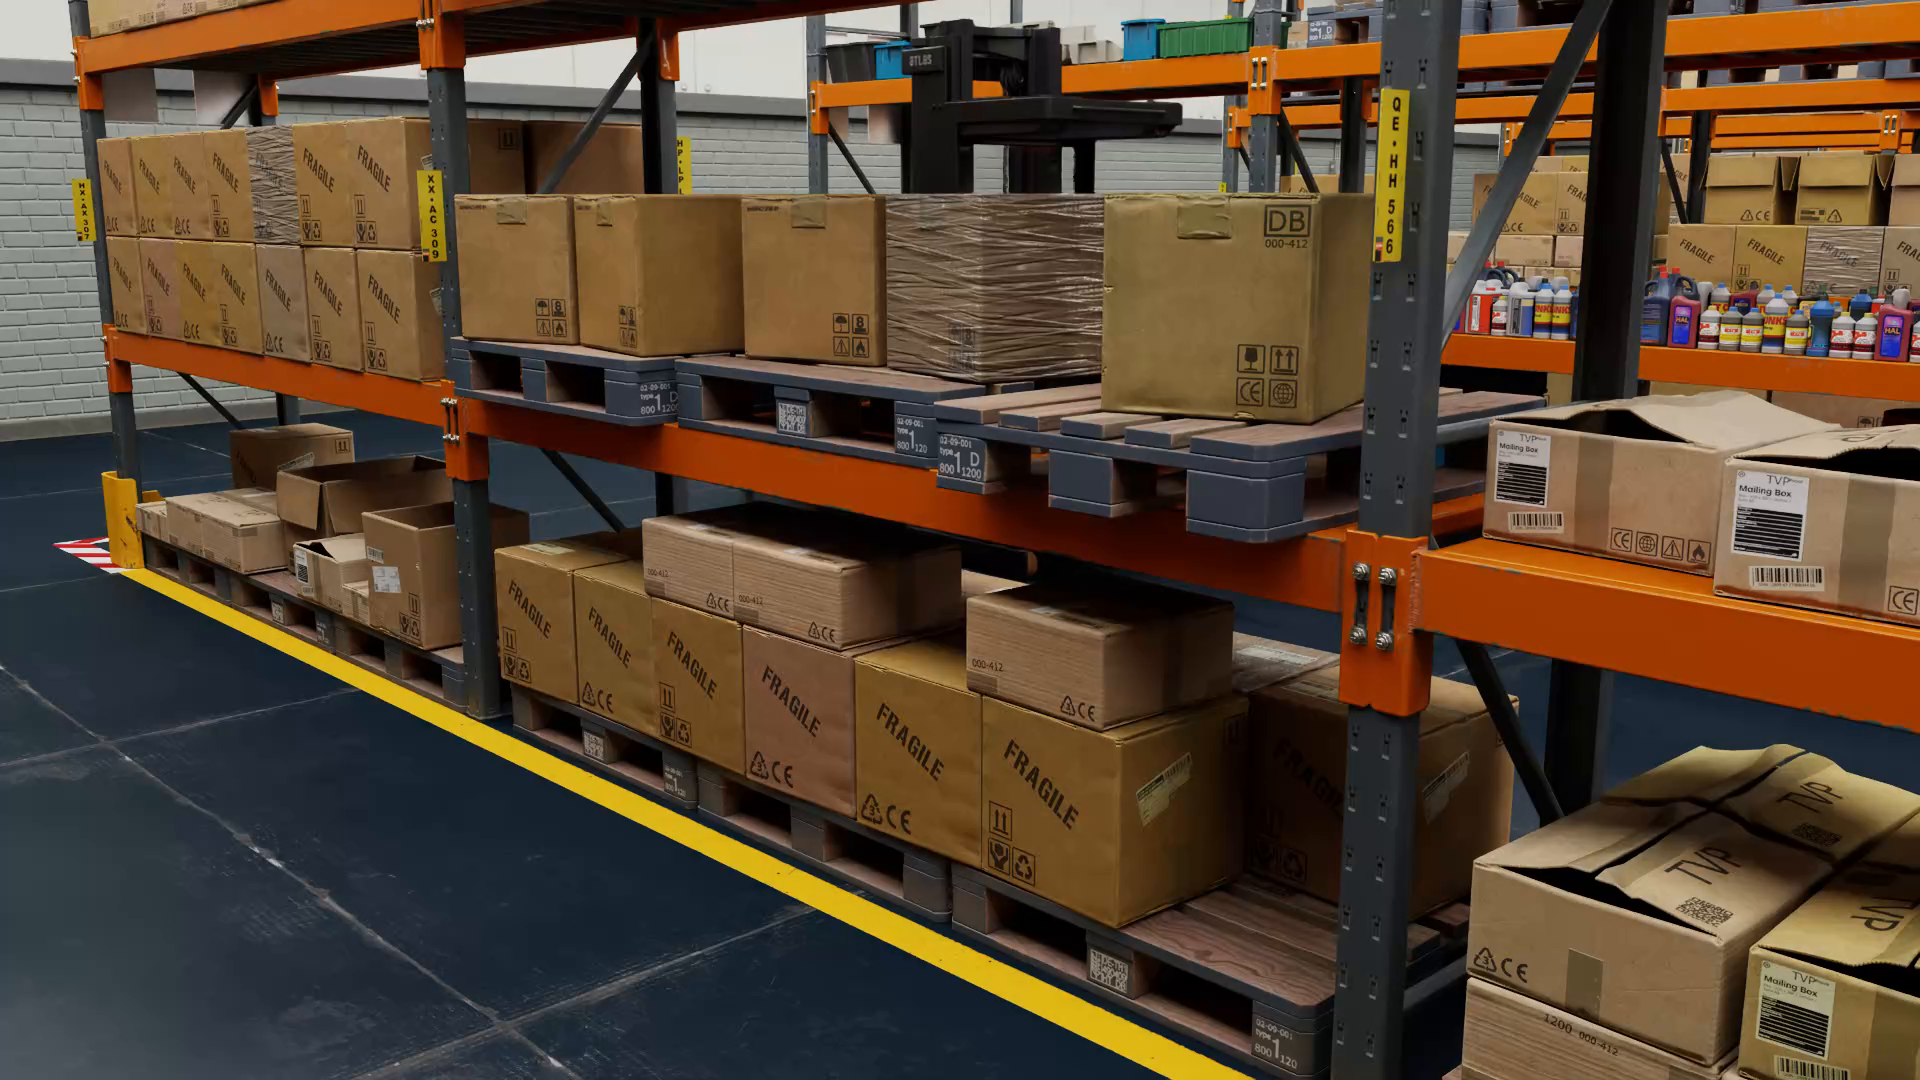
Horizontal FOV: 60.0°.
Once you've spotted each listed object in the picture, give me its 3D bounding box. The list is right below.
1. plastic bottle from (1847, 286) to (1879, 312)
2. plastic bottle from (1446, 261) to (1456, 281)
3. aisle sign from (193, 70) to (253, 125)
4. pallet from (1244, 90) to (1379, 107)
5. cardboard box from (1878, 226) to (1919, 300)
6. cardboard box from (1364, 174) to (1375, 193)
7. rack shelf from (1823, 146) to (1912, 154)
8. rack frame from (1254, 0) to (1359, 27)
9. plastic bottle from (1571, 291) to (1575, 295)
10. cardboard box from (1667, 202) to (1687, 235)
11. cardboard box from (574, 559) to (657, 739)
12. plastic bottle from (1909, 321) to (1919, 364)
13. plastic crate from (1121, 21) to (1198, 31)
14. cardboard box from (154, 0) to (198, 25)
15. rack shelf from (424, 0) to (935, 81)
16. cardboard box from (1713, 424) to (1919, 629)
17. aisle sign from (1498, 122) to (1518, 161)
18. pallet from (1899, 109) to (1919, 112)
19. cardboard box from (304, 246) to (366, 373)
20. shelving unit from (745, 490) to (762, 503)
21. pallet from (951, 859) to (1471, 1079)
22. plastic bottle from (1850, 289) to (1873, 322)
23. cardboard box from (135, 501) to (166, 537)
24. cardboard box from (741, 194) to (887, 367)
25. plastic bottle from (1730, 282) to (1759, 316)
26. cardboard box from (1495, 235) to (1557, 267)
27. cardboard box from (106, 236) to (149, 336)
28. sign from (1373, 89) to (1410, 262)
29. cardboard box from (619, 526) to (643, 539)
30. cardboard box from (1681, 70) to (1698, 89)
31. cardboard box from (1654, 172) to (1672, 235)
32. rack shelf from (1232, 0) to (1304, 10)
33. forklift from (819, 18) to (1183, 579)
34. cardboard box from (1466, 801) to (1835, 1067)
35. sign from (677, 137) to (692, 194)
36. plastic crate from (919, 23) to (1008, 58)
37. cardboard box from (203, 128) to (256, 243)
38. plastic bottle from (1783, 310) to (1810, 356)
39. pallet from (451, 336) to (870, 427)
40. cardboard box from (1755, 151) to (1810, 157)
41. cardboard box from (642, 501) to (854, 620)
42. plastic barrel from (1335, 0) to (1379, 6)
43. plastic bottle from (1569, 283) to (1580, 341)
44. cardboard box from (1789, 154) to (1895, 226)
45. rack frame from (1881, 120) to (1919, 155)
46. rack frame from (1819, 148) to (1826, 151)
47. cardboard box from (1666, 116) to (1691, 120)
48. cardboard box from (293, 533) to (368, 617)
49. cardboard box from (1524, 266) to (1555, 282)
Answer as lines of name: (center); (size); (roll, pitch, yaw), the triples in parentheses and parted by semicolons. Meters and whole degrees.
plastic bottle: (4.364, -1.087, 8.042); (0.061, 0.283, 0.133); (-11, 16, -43)
plastic bottle: (2.813, -1.393, 9.362); (0.144, 0.351, 0.185); (-11, 16, -43)
aisle sign: (-4.127, -2.746, 9.364); (0.394, 0.787, 0.004); (-11, 16, -43)
pallet: (3.386, -4.119, 15.256); (1.003, 0.211, 1.213); (-11, 16, -43)
cardboard box: (6.819, -1.942, 11.657); (0.500, 0.500, 0.500); (-10, 16, -41)
cardboard box: (3.709, -2.984, 14.738); (0.500, 0.500, 0.500); (11, 16, 44)
rack shelf: (15.002, -5.698, 24.484); (1.077, 0.370, 4.000); (-11, 16, -43)
rack frame: (2.046, -4.464, 9.279); (1.000, 3.000, 0.127); (-11, 16, -43)
plastic bottle: (3.345, -1.257, 9.069); (0.097, 0.201, 0.097); (0, 12, 0)
cardboard box: (7.707, -3.346, 17.732); (0.500, 0.500, 0.500); (11, 16, 44)
cardboard box: (-1.005, 0.353, 5.867); (0.500, 0.500, 0.500); (-11, 16, -42)
plastic bottle: (4.154, -0.864, 7.163); (0.097, 0.201, 0.097); (0, 12, 0)
plastic crate: (1.386, -3.151, 10.660); (0.497, 0.269, 0.590); (-11, 16, -43)
cardboard box: (-3.448, -2.558, 7.831); (0.500, 0.250, 0.500); (-11, 16, -43)
rack shelf: (-0.158, -1.661, 4.890); (1.077, 0.370, 4.000); (-11, 16, -43)
cardboard box: (1.701, -0.051, 2.948); (0.500, 0.311, 0.500); (-11, 16, -43)
aisle sign: (6.256, -4.718, 18.938); (0.394, 0.787, 0.004); (-11, 16, -43)
pallet: (9.635, -4.165, 15.725); (1.213, 0.211, 1.003); (-11, 16, -43)
cardboard box: (-2.427, -0.997, 7.072); (0.500, 0.500, 0.500); (-10, 16, -41)
shelving unit: (-0.905, -0.760, 10.814); (0.538, 1.125, 1.048); (-10, 15, -41)
pallet: (0.735, 0.999, 4.539); (1.003, 0.211, 1.213); (-11, 16, -43)
plastic bottle: (4.319, -1.067, 7.976); (0.097, 0.271, 0.097); (0, 12, 0)
cardboard box: (-4.261, -0.130, 9.085); (0.380, 0.149, 0.250); (-11, 16, -43)
cardboard box: (-0.275, -0.842, 5.275); (0.500, 0.500, 0.700); (7, 14, 31)
plastic bottle: (3.978, -1.168, 8.437); (0.061, 0.283, 0.133); (-11, 16, -43)
cardboard box: (4.774, -2.391, 13.720); (0.500, 0.250, 0.500); (-10, 15, -41)
cardboard box: (-4.186, -1.368, 8.868); (0.500, 0.500, 0.500); (-10, 16, -41)
sign: (0.837, -0.704, 3.221); (0.100, 0.325, 0.005); (-11, 16, -43)
cardboard box: (-0.991, 0.205, 6.589); (0.500, 0.500, 0.500); (-11, 16, -43)
cardboard box: (7.690, -4.792, 17.434); (0.500, 0.250, 0.500); (11, 16, 43)
cardboard box: (5.482, -2.761, 13.656); (0.500, 0.500, 0.500); (-11, 16, -43)
rack shelf: (4.247, -4.898, 14.159); (1.077, 0.370, 4.000); (-11, 16, -43)
forklift: (0.512, -1.340, 9.154); (1.130, 2.935, 3.031); (-11, 16, -42)
cardboard box: (1.372, 0.731, 3.312); (0.500, 0.311, 0.500); (-10, 15, -41)
sign: (-1.140, -1.481, 6.798); (0.100, 0.325, 0.005); (-11, 16, -43)
plastic crate: (0.140, -3.287, 11.154); (0.504, 0.338, 0.767); (-11, 16, -43)
cardboard box: (-3.126, -1.634, 7.685); (0.500, 0.500, 0.500); (-11, 16, -43)
plastic bottle: (3.793, -0.940, 7.534); (0.097, 0.201, 0.097); (0, 12, 0)
pallet: (-1.066, -0.610, 5.916); (1.003, 0.211, 1.213); (-11, 16, -43)
cardboard box: (8.404, -3.683, 16.890); (0.500, 0.500, 0.500); (11, 16, 43)
cardboard box: (-0.691, 0.056, 5.453); (0.500, 0.250, 0.500); (-11, 16, -42)
plastic barrel: (2.228, -3.156, 8.983); (0.433, 0.535, 0.433); (0, 12, 0)
plastic bottle: (3.131, -1.160, 8.230); (0.144, 0.351, 0.185); (-11, 16, -43)
cardboard box: (6.541, -2.563, 12.182); (0.797, 0.503, 0.637); (-11, 16, -42)
rack frame: (9.285, -2.893, 16.518); (1.000, 3.000, 0.127); (-11, 16, -43)
rack frame: (13.621, -4.873, 26.131); (1.000, 3.000, 0.127); (-11, 16, -43)
cardboard box: (7.722, -4.543, 17.468); (0.500, 0.250, 0.500); (-11, 16, -43)
cardboard box: (-2.656, 0.112, 7.507); (0.500, 0.311, 0.500); (-11, 16, -43)
cardboard box: (4.826, -2.167, 13.619); (0.380, 0.149, 0.250); (-11, 16, -44)
